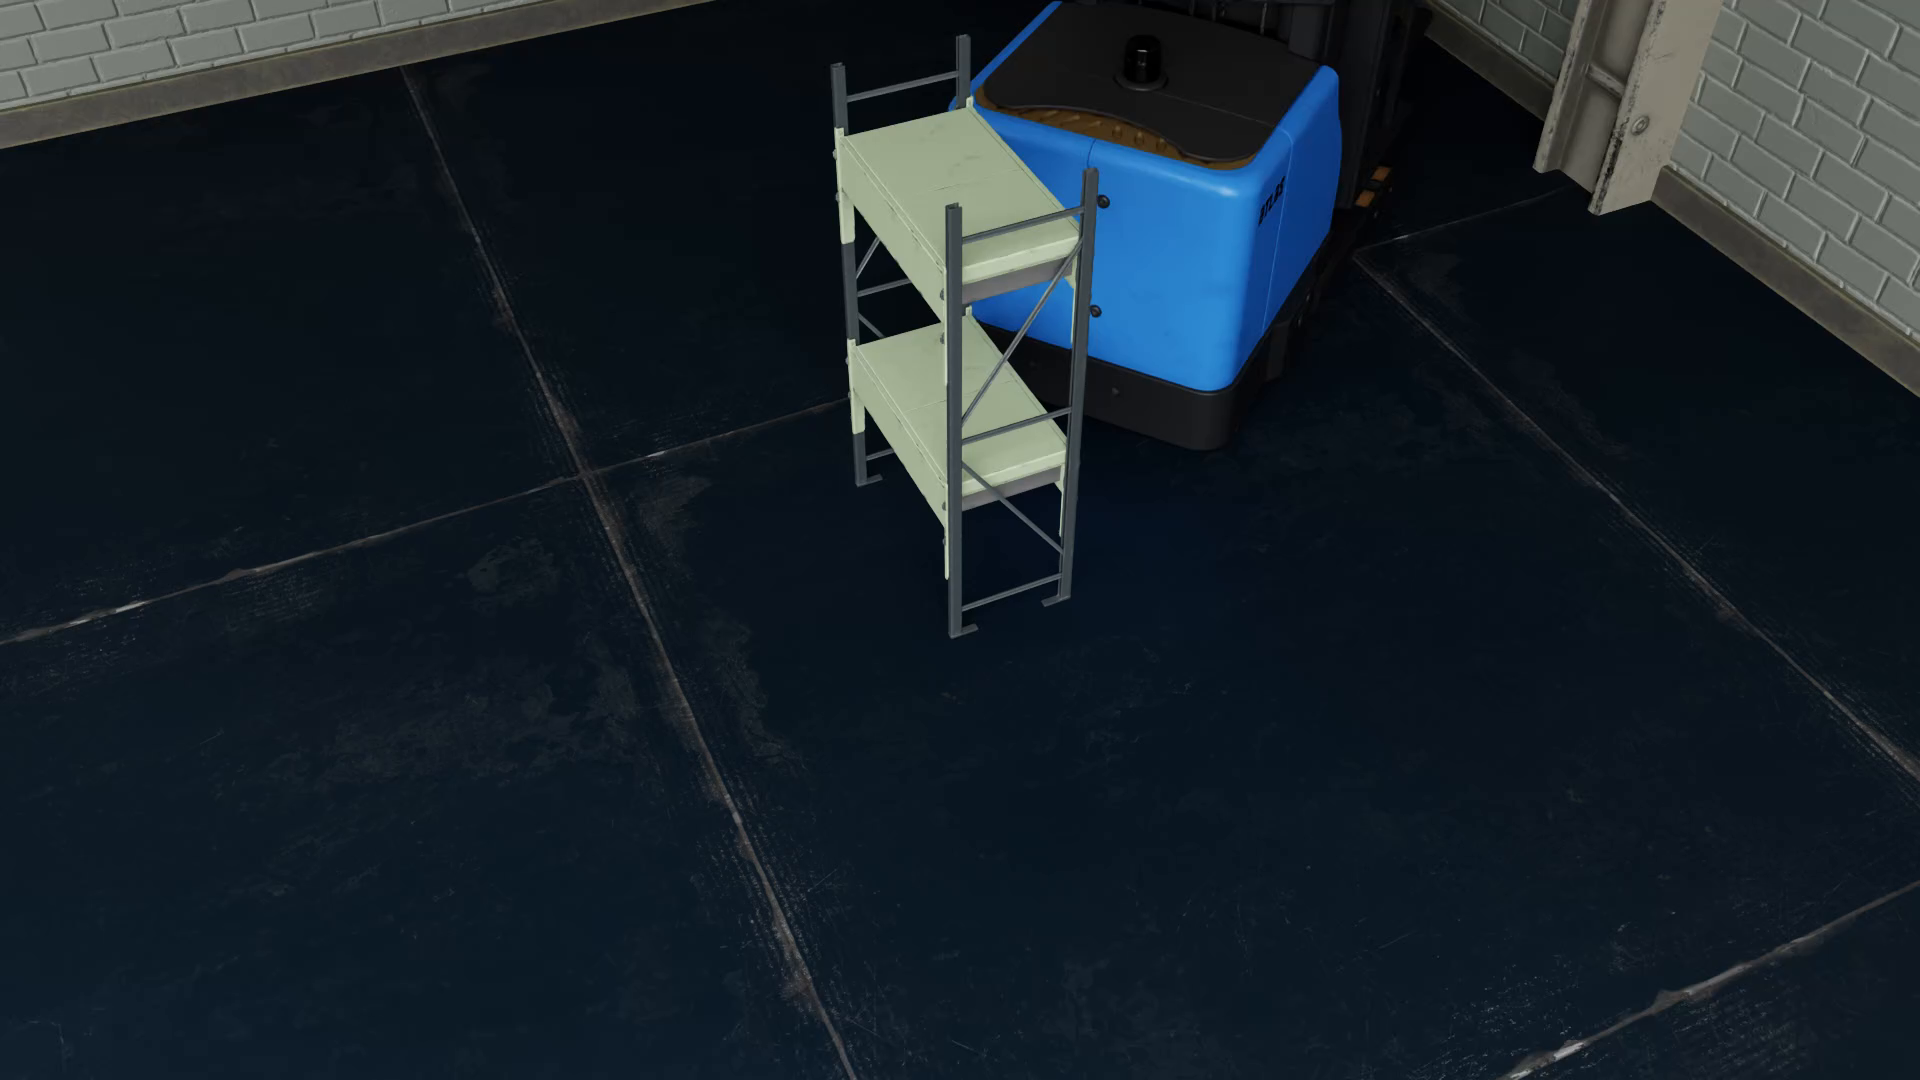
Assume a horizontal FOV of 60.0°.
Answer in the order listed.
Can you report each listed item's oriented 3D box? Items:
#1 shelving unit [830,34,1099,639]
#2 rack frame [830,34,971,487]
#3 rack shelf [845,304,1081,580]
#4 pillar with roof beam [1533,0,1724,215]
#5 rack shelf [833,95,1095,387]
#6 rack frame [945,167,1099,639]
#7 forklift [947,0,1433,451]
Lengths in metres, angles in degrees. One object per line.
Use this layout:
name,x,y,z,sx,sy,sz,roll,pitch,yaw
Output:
shelving unit,-0.003,-0.538,4.728,0.431,1.500,0.755,-18,47,-17
rack frame,-0.157,-0.771,4.964,0.400,1.500,0.023,-18,47,-17
rack shelf,-0.003,-0.306,4.957,0.431,0.370,0.720,-18,47,-17
pillar with roof beam,-1.347,-3.379,2.267,9.100,9.000,0.400,-18,47,-17
rack shelf,-0.003,-0.816,4.453,0.431,0.370,0.720,-18,47,-17
rack frame,0.151,-0.305,4.491,0.400,1.500,0.023,-18,47,-17
forklift,1.072,-2.371,5.566,1.130,2.935,3.031,20,48,19
